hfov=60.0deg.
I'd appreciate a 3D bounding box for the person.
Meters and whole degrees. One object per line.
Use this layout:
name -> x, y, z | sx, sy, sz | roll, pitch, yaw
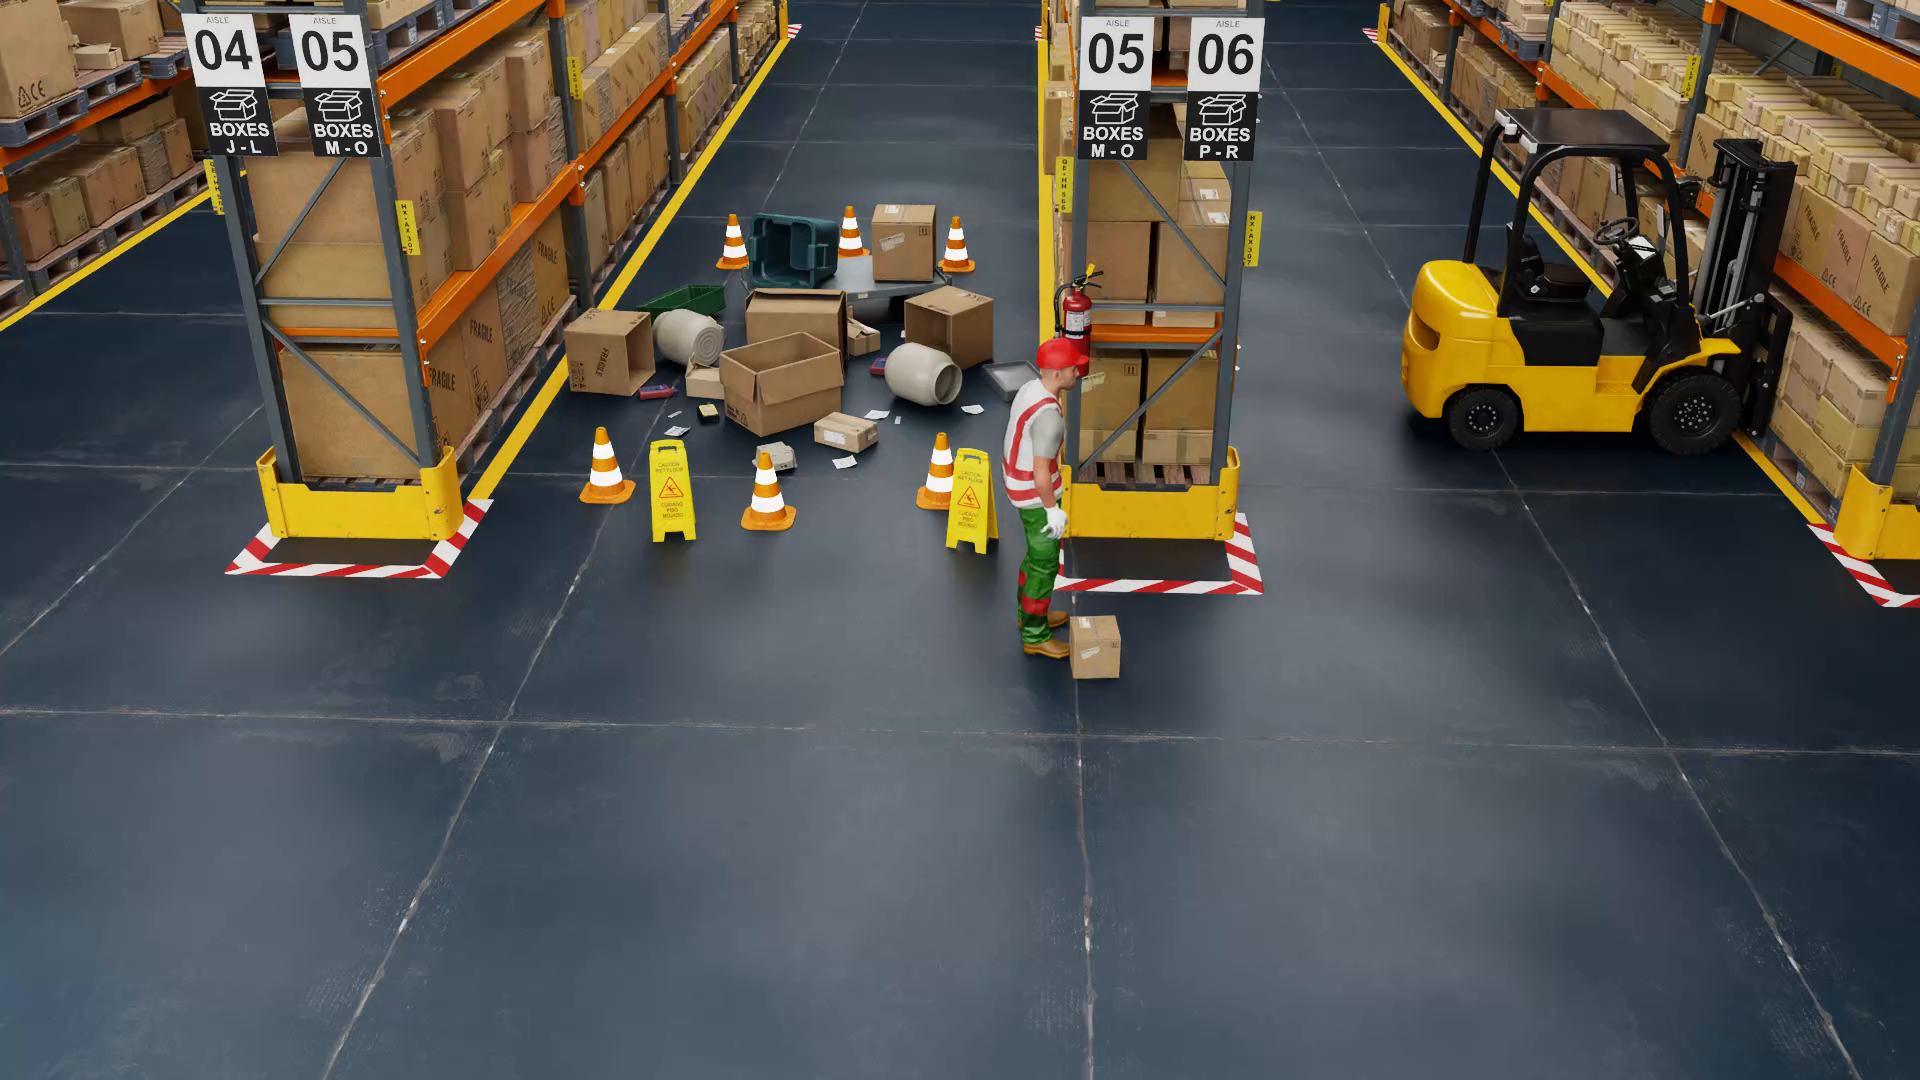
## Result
person -> 0.462, -0.252, 9.083 | 0.445, 1.780, 0.620 | -2, 28, -3
